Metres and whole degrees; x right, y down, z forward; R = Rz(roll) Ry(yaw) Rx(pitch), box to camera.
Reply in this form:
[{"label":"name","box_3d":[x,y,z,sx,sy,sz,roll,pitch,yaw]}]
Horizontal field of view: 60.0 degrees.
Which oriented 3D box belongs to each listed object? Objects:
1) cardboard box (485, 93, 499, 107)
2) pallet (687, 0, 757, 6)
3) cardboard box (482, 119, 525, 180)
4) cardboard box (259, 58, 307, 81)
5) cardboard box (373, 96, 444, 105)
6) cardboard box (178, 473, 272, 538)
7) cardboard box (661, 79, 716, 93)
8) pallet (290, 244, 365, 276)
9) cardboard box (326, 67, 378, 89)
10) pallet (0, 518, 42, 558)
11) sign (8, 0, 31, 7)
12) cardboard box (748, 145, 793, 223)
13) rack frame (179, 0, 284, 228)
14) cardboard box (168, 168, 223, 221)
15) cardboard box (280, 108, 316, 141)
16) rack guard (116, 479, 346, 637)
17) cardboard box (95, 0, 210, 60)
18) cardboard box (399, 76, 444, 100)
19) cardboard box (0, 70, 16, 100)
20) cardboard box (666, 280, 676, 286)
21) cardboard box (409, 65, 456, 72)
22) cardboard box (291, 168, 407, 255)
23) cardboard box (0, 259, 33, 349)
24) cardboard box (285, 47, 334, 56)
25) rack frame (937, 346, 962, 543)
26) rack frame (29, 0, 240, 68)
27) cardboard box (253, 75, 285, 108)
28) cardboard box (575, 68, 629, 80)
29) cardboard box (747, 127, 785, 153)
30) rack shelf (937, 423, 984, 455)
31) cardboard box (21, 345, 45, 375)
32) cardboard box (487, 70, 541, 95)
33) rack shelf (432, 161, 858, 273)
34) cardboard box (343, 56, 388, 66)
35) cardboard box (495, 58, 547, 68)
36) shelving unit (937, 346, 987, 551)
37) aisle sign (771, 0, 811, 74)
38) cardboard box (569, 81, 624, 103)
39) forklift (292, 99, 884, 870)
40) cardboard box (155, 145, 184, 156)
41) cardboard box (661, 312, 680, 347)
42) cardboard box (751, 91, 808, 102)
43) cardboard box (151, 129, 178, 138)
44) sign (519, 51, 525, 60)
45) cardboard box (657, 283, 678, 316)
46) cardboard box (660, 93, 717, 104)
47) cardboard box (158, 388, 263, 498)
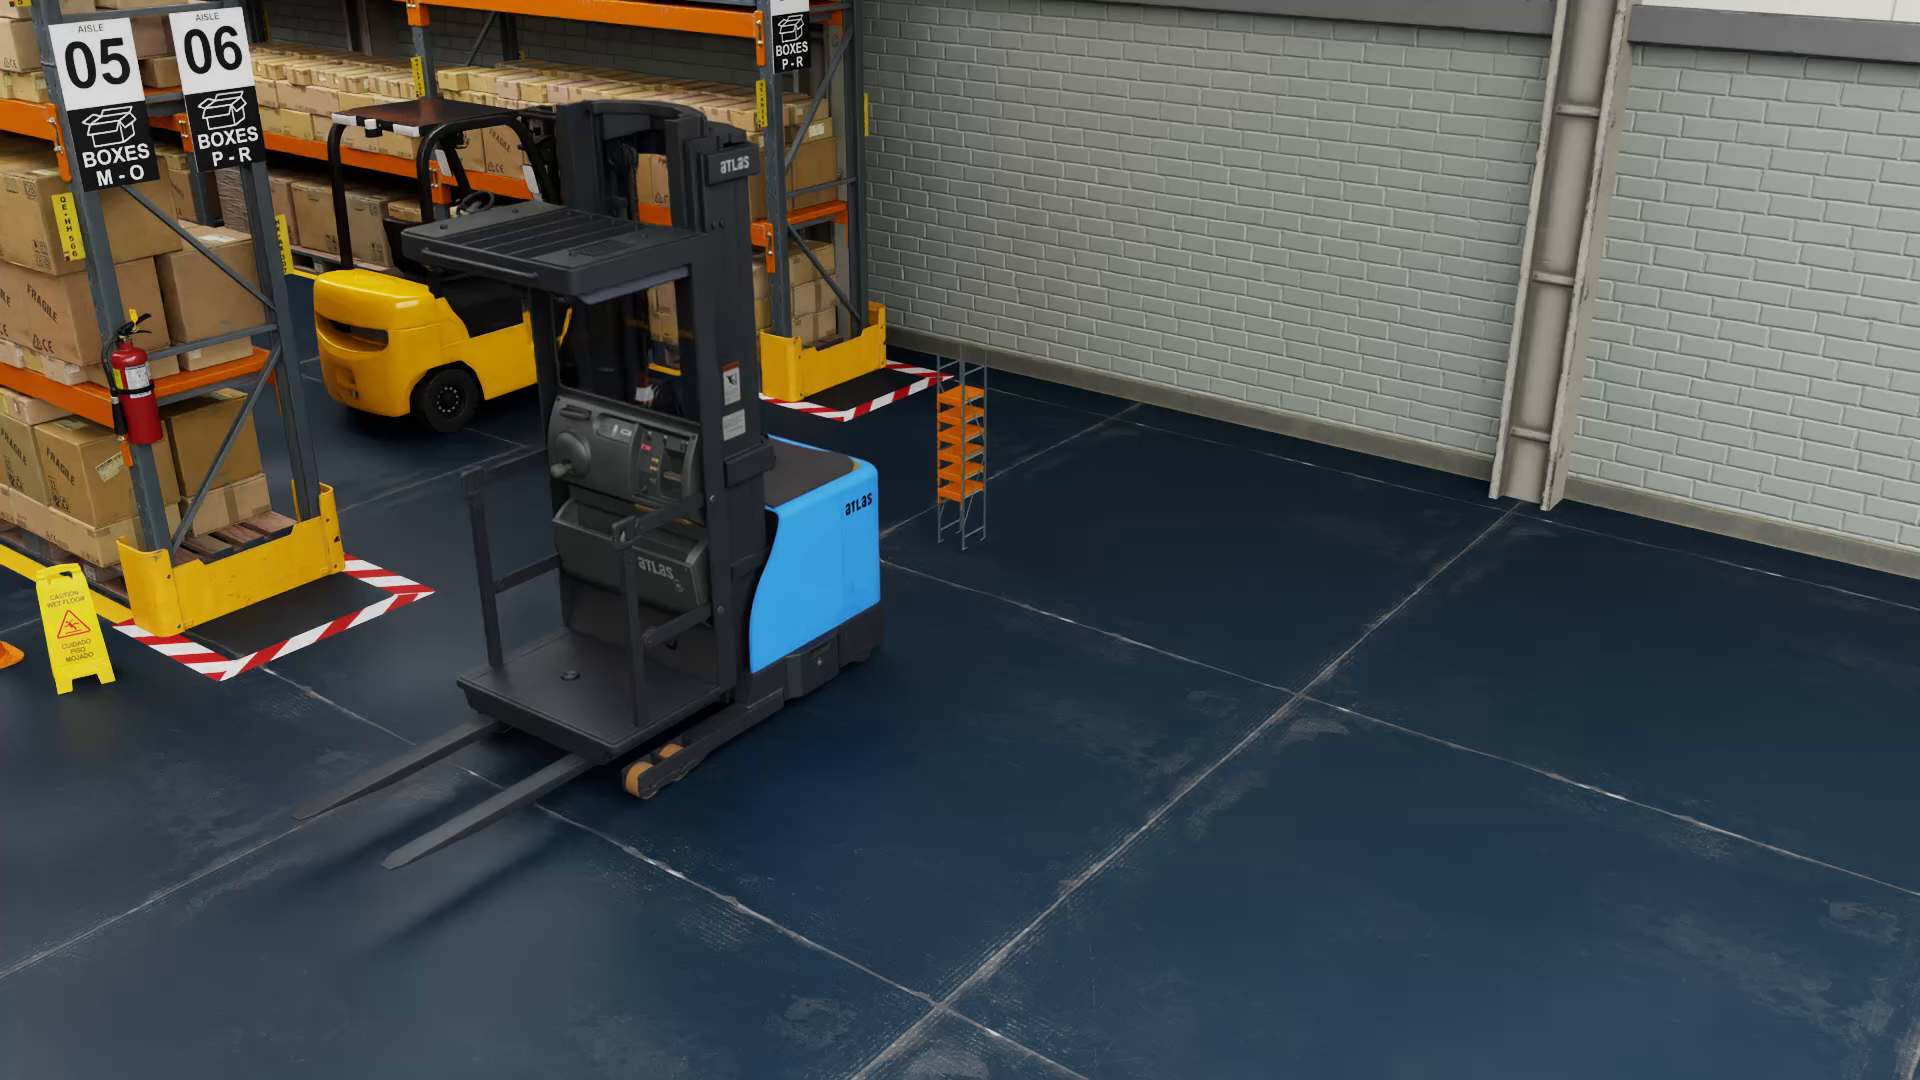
[{"label":"cardboard box","box_3d":[-3.746,-3.679,13.950,0.250,0.149,0.380,17,29,33]},{"label":"pallet","box_3d":[-1.626,-4.158,12.357,1.213,0.211,1.003,17,29,33]},{"label":"cardboard box","box_3d":[-3.652,-3.348,14.004,0.500,0.500,0.500,17,29,34]},{"label":"cardboard box","box_3d":[-6.360,-4.443,15.685,0.250,0.149,0.380,18,29,34]},{"label":"cardboard box","box_3d":[-4.823,-3.810,14.744,0.500,0.250,0.500,16,28,32]},{"label":"cardboard box","box_3d":[-4.530,-0.263,10.015,0.500,0.250,0.500,17,29,33]},{"label":"cardboard box","box_3d":[-2.192,-3.625,13.459,0.250,0.149,0.380,16,28,32]},{"label":"pallet","box_3d":[-5.870,-2.798,16.340,1.213,0.211,1.003,17,29,33]},{"label":"cardboard box","box_3d":[-5.527,-4.205,15.144,0.250,0.149,0.380,16,28,32]},{"label":"pallet","box_3d":[-5.712,-0.290,10.646,1.213,0.211,1.003,17,29,33]},{"label":"sign","box_3d":[-4.399,-2.648,7.722,0.005,0.325,0.100,17,29,33]},{"label":"cardboard box","box_3d":[-1.627,-2.727,12.595,0.500,0.500,0.500,16,28,32]},{"label":"rack frame","box_3d":[-7.478,-4.581,16.928,0.127,3.000,1.000,17,29,33]},{"label":"cardboard box","box_3d":[-7.945,-3.663,17.422,0.500,0.500,0.500,18,29,35]},{"label":"cardboard box","box_3d":[-6.039,-3.955,15.692,0.500,0.250,0.500,18,29,35]},{"label":"rack guard","box_3d":[-4.111,0.081,9.446,0.348,0.500,1.175,17,29,33]},{"label":"cardboard box","box_3d":[-4.293,-2.692,8.737,0.500,0.250,0.500,16,29,32]},{"label":"cardboard box","box_3d":[-4.683,-3.968,14.606,0.250,0.149,0.380,18,29,35]},{"label":"cardboard box","box_3d":[-4.722,-2.348,8.450,0.250,0.149,0.380,17,29,34]},{"label":"cardboard box","box_3d":[-2.044,-2.171,13.105,0.500,0.250,0.500,17,29,34]},{"label":"cardboard box","box_3d":[-4.812,-4.253,15.255,0.250,0.149,0.380,17,29,33]},{"label":"cardboard box","box_3d":[-5.920,-3.213,16.247,0.625,0.625,0.875,15,28,31]},{"label":"cardboard box","box_3d":[-5.048,-1.391,9.194,0.500,0.500,0.500,17,29,33]},{"label":"cardboard box","box_3d":[-6.411,-4.764,16.414,0.250,0.149,0.380,16,28,32]},{"label":"rack frame","box_3d":[-0.062,-0.568,10.050,0.006,1.200,0.240,17,29,33]},{"label":"rack frame","box_3d":[-4.050,-3.790,7.691,0.127,3.000,1.000,17,29,33]},{"label":"cardboard box","box_3d":[-6.461,-4.302,15.859,0.500,0.250,0.500,16,28,32]},{"label":"cardboard box","box_3d":[-3.011,-3.870,14.015,0.250,0.149,0.380,16,29,32]},{"label":"cardboard box","box_3d":[-1.522,-2.983,12.371,0.250,0.149,0.380,17,29,34]},{"label":"rack shelf","box_3d":[0.012,-0.615,9.970,0.180,0.103,0.258,17,29,33]},{"label":"cardboard box","box_3d":[-4.939,-1.045,9.214,0.250,0.149,0.380,16,29,32]},{"label":"cardboard box","box_3d":[-3.727,-3.827,13.919,0.250,0.149,0.380,16,29,32]},{"label":"rack shelf","box_3d":[-2.677,-2.801,13.780,4.000,0.370,1.077,17,29,33]},{"label":"cardboard box","box_3d":[-5.622,-4.495,15.802,0.250,0.149,0.380,17,29,34]},{"label":"cardboard box","box_3d":[-3.840,-4.113,14.567,0.250,0.149,0.380,17,29,33]},{"label":"shelving unit","box_3d":[0.012,-0.546,10.000,0.189,1.200,0.258,17,29,33]},{"label":"aisle sign","box_3d":[-1.200,-3.726,11.762,0.004,0.787,0.394,17,29,33]},{"label":"cardboard box","box_3d":[-2.911,-3.580,13.356,0.250,0.149,0.380,17,29,33]},{"label":"forklift","box_3d":[-1.677,-0.385,7.488,1.130,2.935,3.031,16,29,33]},{"label":"cardboard box","box_3d":[-8.262,-4.020,17.429,0.250,0.149,0.380,15,28,31]},{"label":"cardboard box","box_3d":[-2.034,-1.716,13.313,0.500,0.250,0.500,17,29,33]},{"label":"cardboard box","box_3d":[-1.392,-3.360,12.859,0.250,0.149,0.380,18,29,35]},{"label":"cardboard box","box_3d":[-8.775,-4.449,18.401,0.250,0.149,0.380,17,29,34]},{"label":"sign","box_3d":[-3.945,-4.226,14.949,0.005,0.325,0.100,17,29,33]},{"label":"cardboard box","box_3d":[-2.048,-1.951,13.227,0.500,0.250,0.500,16,29,33]},{"label":"cardboard box","box_3d":[-2.085,-3.333,12.796,0.250,0.149,0.380,17,29,34]},{"label":"cardboard box","box_3d":[-4.549,-0.611,9.877,0.500,0.500,0.500,16,28,32]}]
